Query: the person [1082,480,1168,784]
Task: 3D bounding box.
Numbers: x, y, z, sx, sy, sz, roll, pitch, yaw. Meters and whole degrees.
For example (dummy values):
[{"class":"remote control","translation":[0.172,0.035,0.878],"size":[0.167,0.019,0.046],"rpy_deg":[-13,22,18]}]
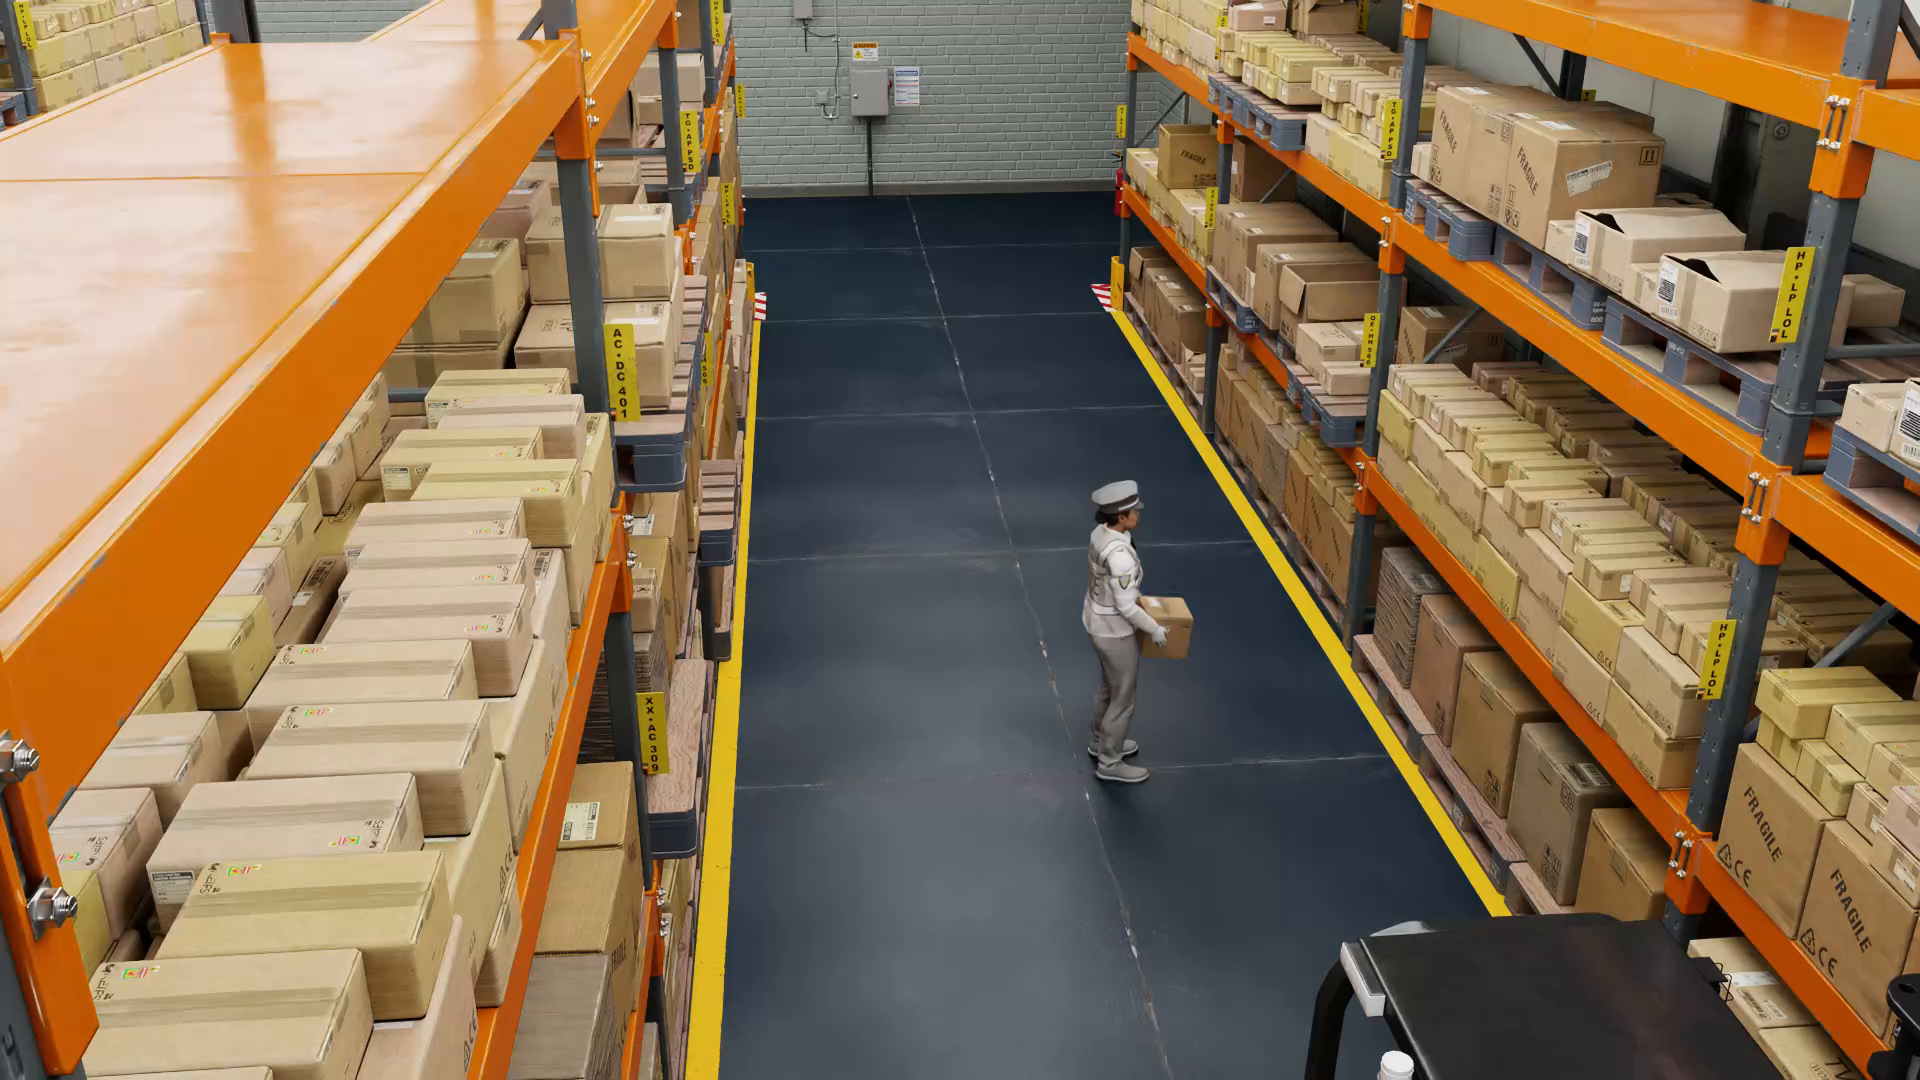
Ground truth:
[{"class":"person","translation":[0.886,0.477,8.990],"size":[0.439,1.687,0.497],"rpy_deg":[-3,24,-6]}]
